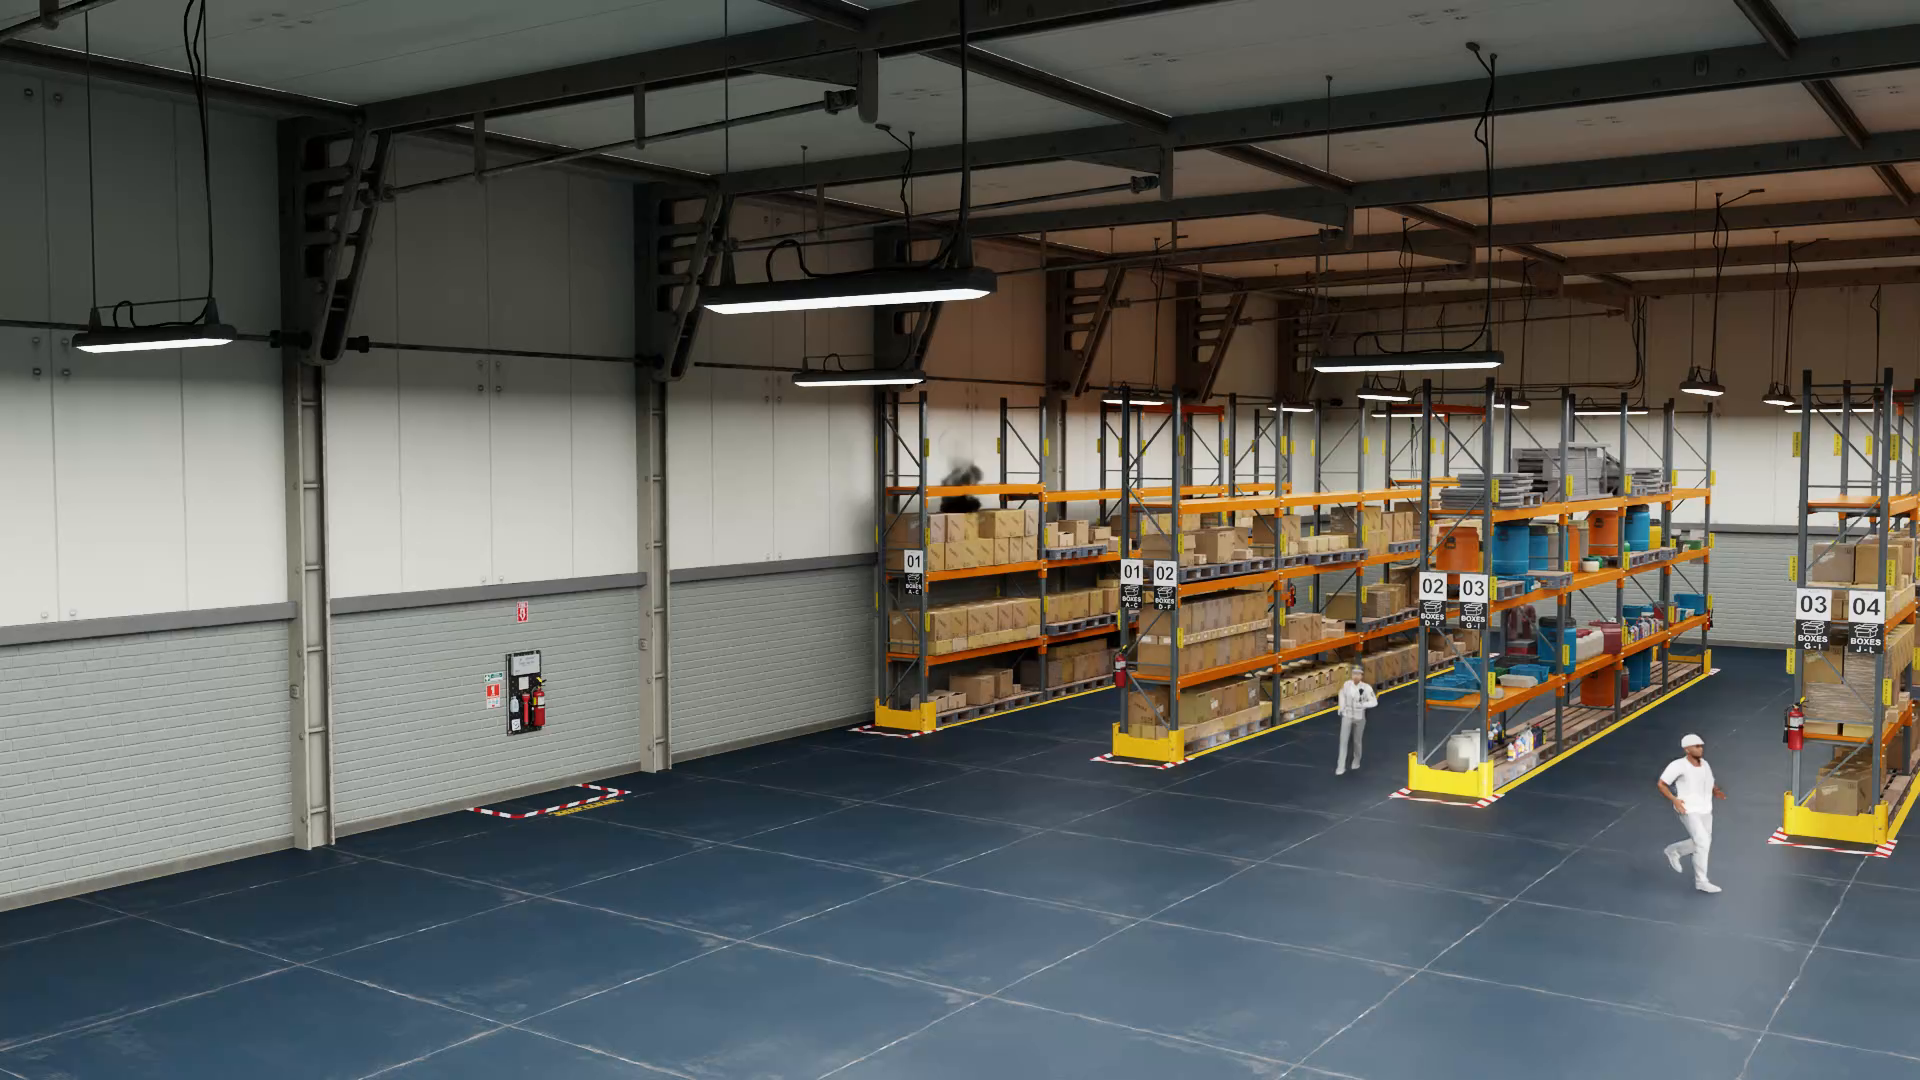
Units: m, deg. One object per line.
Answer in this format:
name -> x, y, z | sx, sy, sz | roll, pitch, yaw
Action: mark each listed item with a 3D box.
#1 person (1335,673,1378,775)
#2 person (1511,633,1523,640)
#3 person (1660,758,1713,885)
person -> 6.029, 2.735, 25.278 | 0.627, 1.638, 1.032 | 1, 3, 23
person -> 12.402, 2.338, 36.840 | 0.393, 0.971, 0.700 | 1, 3, 21
person -> 8.319, 3.186, 18.997 | 0.684, 1.400, 0.676 | -1, 4, -25
